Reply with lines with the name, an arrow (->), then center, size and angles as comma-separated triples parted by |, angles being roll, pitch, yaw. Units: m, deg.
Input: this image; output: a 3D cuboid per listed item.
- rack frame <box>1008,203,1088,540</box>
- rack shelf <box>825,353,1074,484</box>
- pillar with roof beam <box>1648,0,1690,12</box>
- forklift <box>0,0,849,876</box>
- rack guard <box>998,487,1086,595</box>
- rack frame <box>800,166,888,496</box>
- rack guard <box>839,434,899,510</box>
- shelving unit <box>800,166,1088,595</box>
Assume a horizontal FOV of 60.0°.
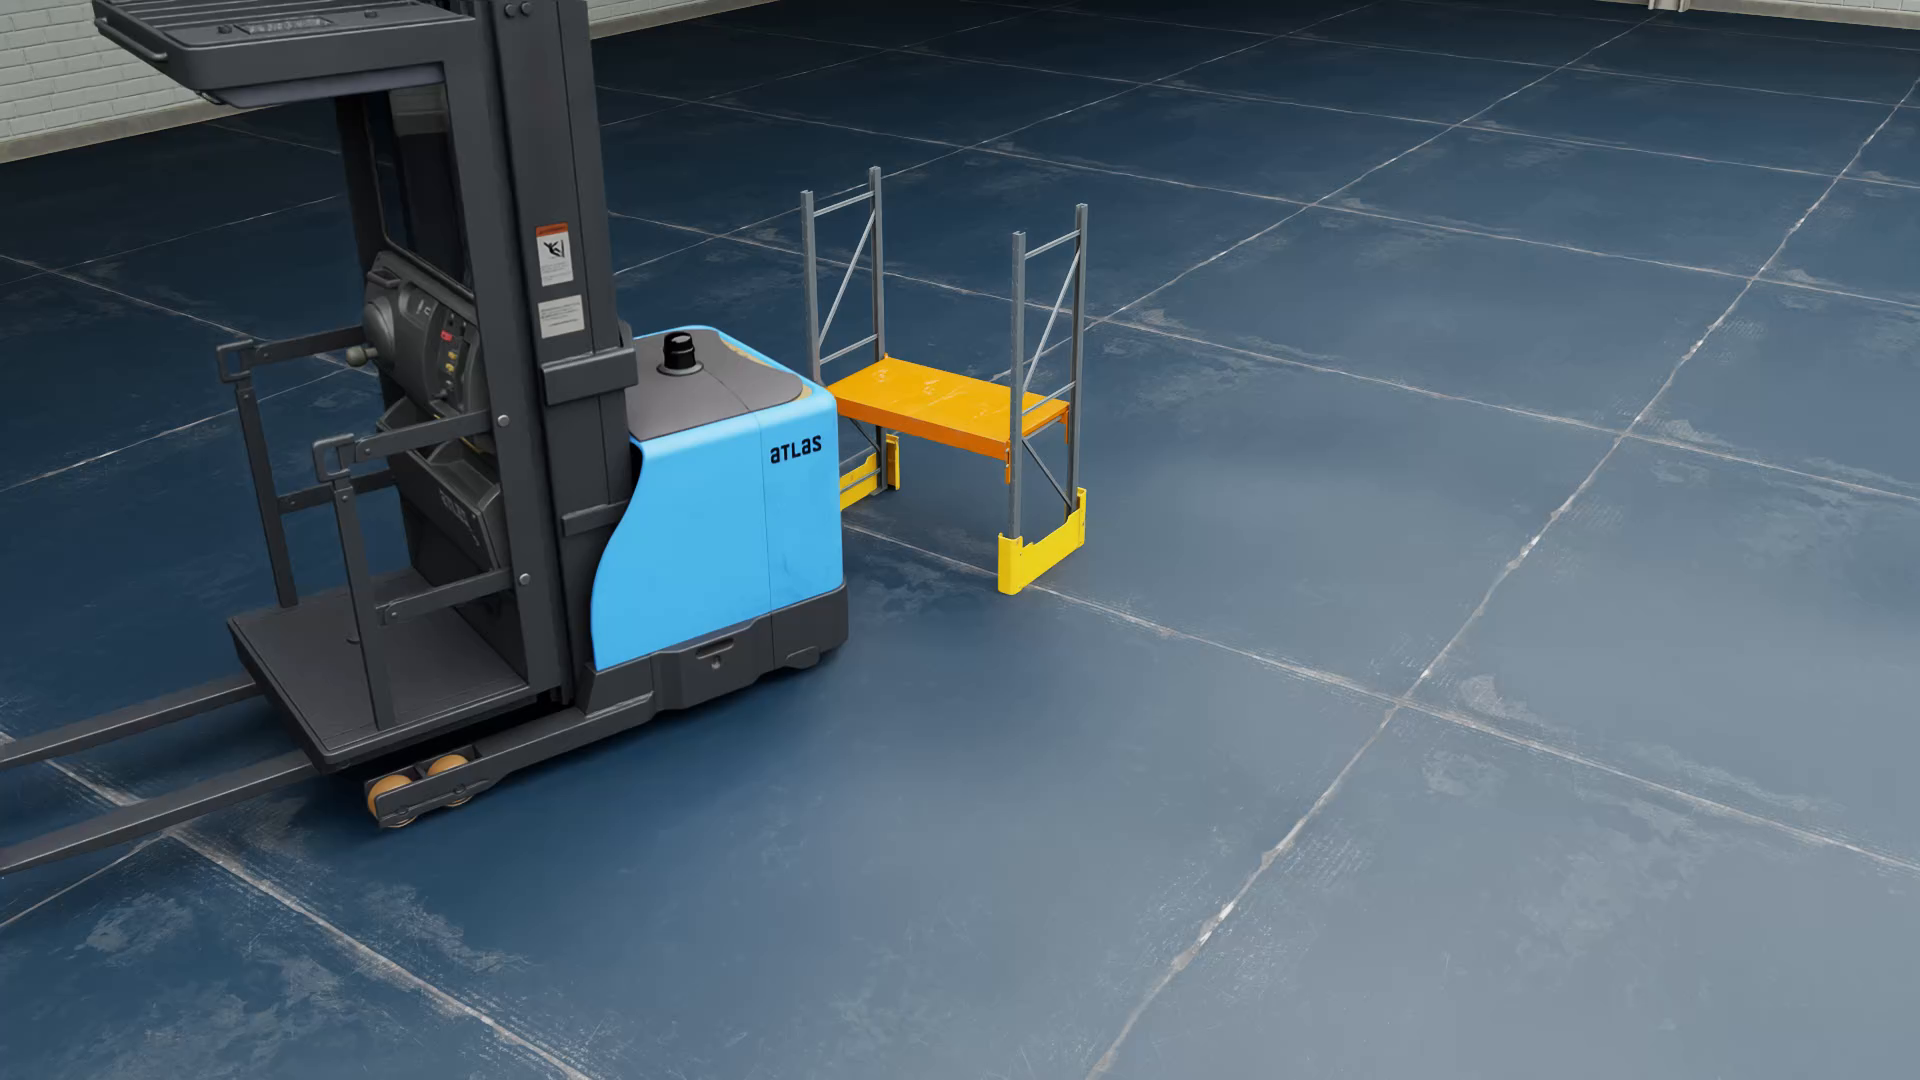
rack frame -> 0.349, -0.560, 6.696 | 0.032, 1.500, 0.500 | 17, 32, 30
rack shelf -> -0.070, -0.530, 7.034 | 1.000, 0.185, 0.538 | 17, 32, 30
pillar with roof beam -> 5.863, -8.625, 14.277 | 0.400, 9.000, 9.100 | 17, 32, 30
forklift -> -1.909, -0.643, 5.281 | 3.031, 2.935, 1.130 | -19, 32, -32
rack guard -> 0.348, -0.003, 6.980 | 0.087, 0.250, 0.587 | 17, 32, 30
rack frame -> -0.489, -0.821, 7.209 | 0.032, 1.500, 0.500 | 17, 32, 30
rack guard -> -0.473, -0.259, 7.483 | 0.087, 0.250, 0.587 | 17, 32, 30
shelving unit -> -0.063, -0.688, 6.948 | 1.083, 1.500, 0.587 | 17, 32, 30
